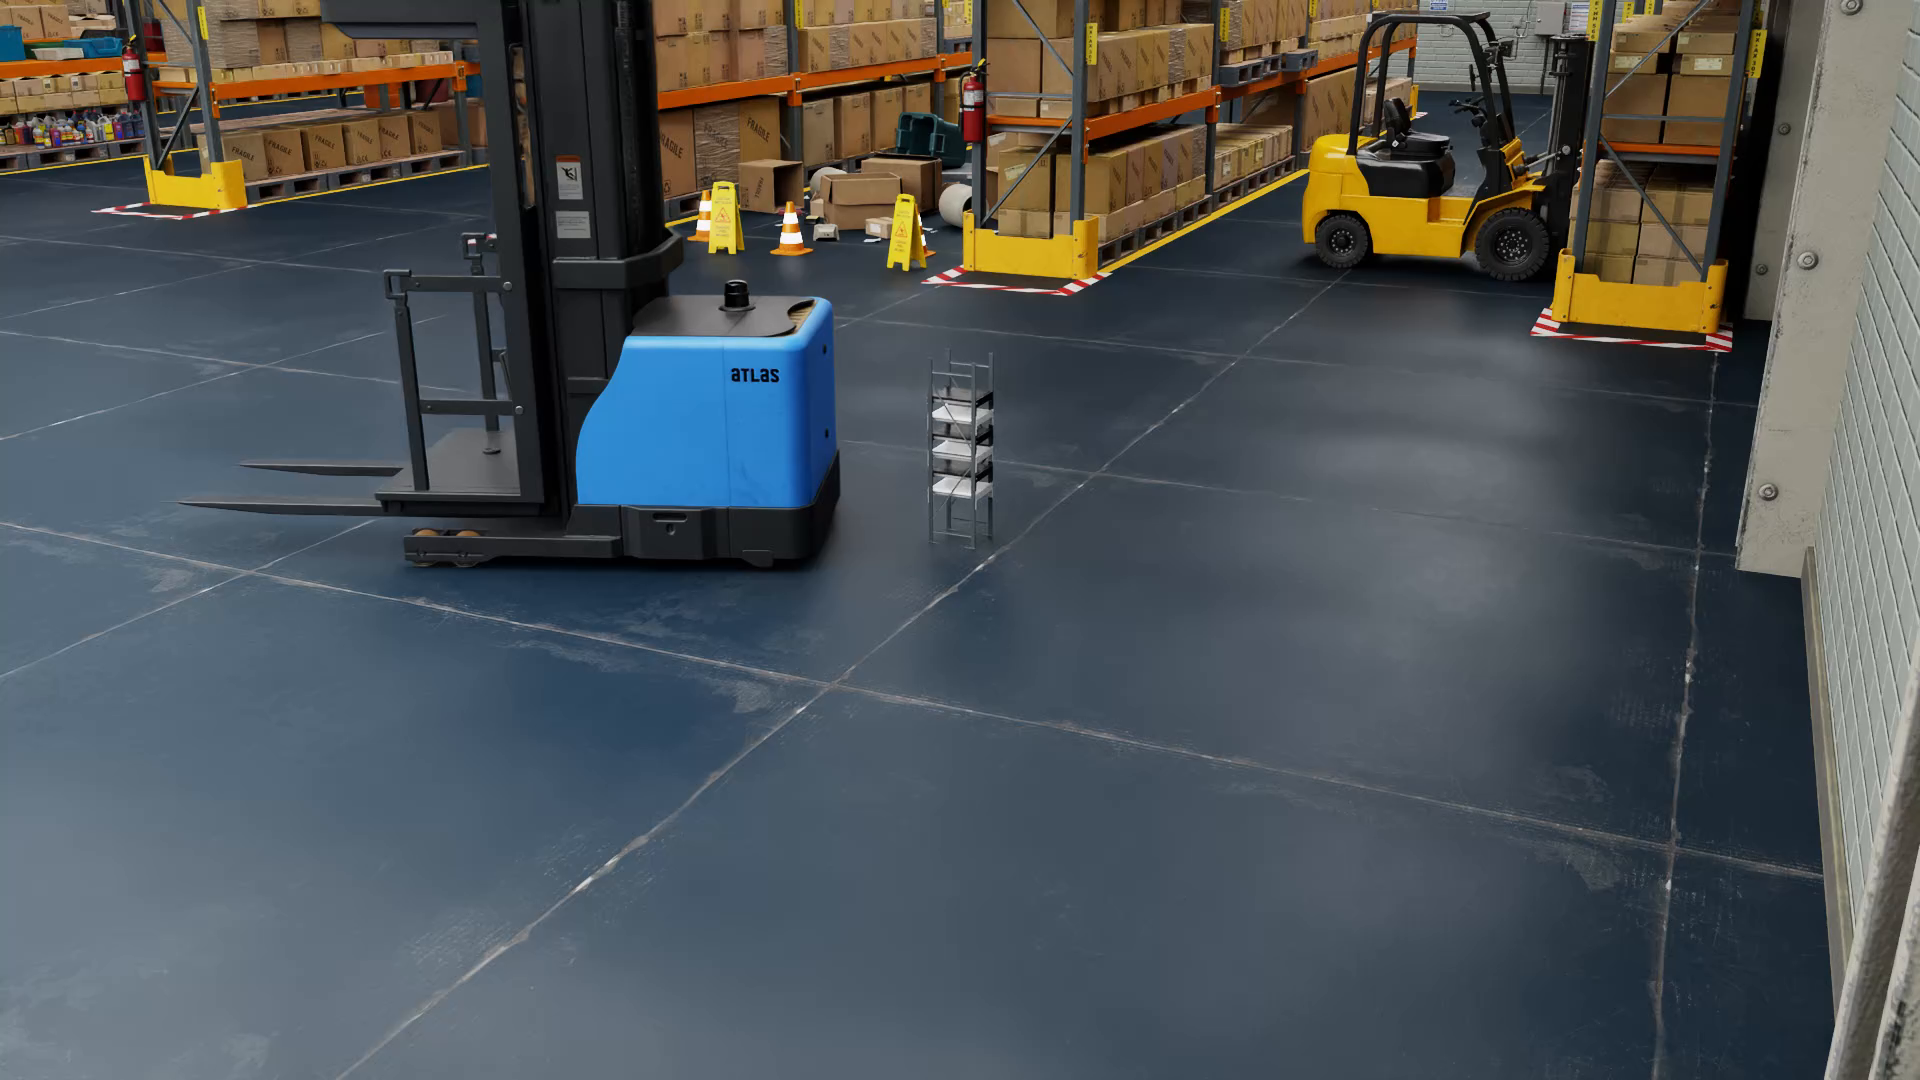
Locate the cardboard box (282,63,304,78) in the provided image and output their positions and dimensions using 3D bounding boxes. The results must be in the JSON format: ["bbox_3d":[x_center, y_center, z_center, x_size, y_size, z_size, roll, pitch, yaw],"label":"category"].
[{"bbox_3d":[-7.697,-5.343,18.891,0.380,0.149,0.250,9,21,23],"label":"cardboard box"}]

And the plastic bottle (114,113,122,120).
[{"bbox_3d":[-11.871,-5.891,23.473,0.097,0.271,0.097,0,20,0],"label":"plastic bottle"}]

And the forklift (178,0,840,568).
[{"bbox_3d":[-2.142,-1.429,7.614,3.031,2.935,1.130,1,20,3],"label":"forklift"}]

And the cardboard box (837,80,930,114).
[{"bbox_3d":[-1.031,-5.802,22.539,1.050,0.750,0.750,8,21,22],"label":"cardboard box"}]

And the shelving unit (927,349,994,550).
[{"bbox_3d":[0.003,-0.426,7.825,0.258,0.900,0.210,9,21,23],"label":"shelving unit"}]

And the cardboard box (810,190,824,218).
[{"bbox_3d":[-1.362,-3.549,17.552,0.396,0.266,0.258,13,23,32],"label":"cardboard box"}]

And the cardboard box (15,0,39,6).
[{"bbox_3d":[-17.881,-10.209,31.576,0.500,0.500,0.500,8,21,22],"label":"cardboard box"}]

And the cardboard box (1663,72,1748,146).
[{"bbox_3d":[5.568,-3.225,12.411,0.500,0.500,0.500,9,22,24],"label":"cardboard box"}]

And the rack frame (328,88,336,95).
[{"bbox_3d":[-12.582,-10.133,31.985,1.000,3.000,0.127,9,21,23],"label":"rack frame"}]

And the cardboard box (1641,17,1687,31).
[{"bbox_3d":[6.227,-4.552,14.730,0.380,0.149,0.250,8,21,22],"label":"cardboard box"}]

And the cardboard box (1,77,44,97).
[{"bbox_3d":[-15.041,-7.257,26.537,0.500,0.311,0.500,8,21,21],"label":"cardboard box"}]

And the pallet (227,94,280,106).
[{"bbox_3d":[-13.379,-8.191,30.686,1.003,0.211,1.213,9,21,23],"label":"pallet"}]

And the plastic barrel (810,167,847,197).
[{"bbox_3d":[-1.403,-3.844,18.147,0.421,0.421,0.512,-9,22,-24],"label":"plastic barrel"}]

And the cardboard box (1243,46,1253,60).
[{"bbox_3d":[3.034,-5.417,18.474,0.380,0.149,0.250,9,21,24],"label":"cardboard box"}]

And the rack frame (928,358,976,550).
[{"bbox_3d":[-0.038,-0.395,7.738,0.240,0.900,0.006,9,21,23],"label":"rack frame"}]

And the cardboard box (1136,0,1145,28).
[{"bbox_3d":[1.382,-5.218,16.079,0.700,0.500,0.500,8,21,22],"label":"cardboard box"}]

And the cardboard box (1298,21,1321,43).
[{"bbox_3d":[4.290,-6.476,21.179,0.500,0.250,0.500,8,21,22],"label":"cardboard box"}]

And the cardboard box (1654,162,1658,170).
[{"bbox_3d":[5.853,-3.247,14.608,0.500,0.250,0.500,9,22,25],"label":"cardboard box"}]

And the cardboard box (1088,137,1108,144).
[{"bbox_3d":[1.095,-3.594,15.956,0.500,0.500,0.500,8,21,21],"label":"cardboard box"}]

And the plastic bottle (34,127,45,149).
[{"bbox_3d":[-11.951,-5.217,21.577,0.097,0.271,0.097,0,20,0],"label":"plastic bottle"}]

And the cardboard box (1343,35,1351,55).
[{"bbox_3d":[5.108,-6.863,23.015,0.500,0.250,0.500,8,21,21],"label":"cardboard box"}]

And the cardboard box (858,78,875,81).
[{"bbox_3d":[-2.097,-8.986,31.302,0.875,0.875,0.875,9,21,23],"label":"cardboard box"}]

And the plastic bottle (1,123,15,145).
[{"bbox_3d":[-12.595,-5.371,21.992,0.061,0.283,0.133,9,22,24],"label":"plastic bottle"}]

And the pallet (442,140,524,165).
[{"bbox_3d":[-6.504,-5.251,22.420,1.003,0.211,1.213,9,21,23],"label":"pallet"}]

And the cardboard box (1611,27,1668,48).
[{"bbox_3d":[5.221,-3.859,12.783,0.380,0.149,0.250,9,22,24],"label":"cardboard box"}]

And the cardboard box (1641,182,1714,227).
[{"bbox_3d":[5.481,-2.559,12.672,0.500,0.250,0.500,8,21,22],"label":"cardboard box"}]

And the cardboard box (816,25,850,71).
[{"bbox_3d":[-1.671,-5.941,20.048,0.500,0.500,0.500,9,21,23],"label":"cardboard box"}]

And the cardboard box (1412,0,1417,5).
[{"bbox_3d":[7.153,-8.974,27.084,0.500,0.500,0.500,9,22,24],"label":"cardboard box"}]

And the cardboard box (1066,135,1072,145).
[{"bbox_3d":[0.867,-3.784,15.523,0.380,0.149,0.250,9,21,24],"label":"cardboard box"}]

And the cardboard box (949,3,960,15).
[{"bbox_3d":[-0.226,-7.395,23.147,0.380,0.149,0.250,8,21,21],"label":"cardboard box"}]

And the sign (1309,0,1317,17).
[{"bbox_3d":[4.356,-6.627,20.516,0.100,0.325,0.005,9,21,23],"label":"sign"}]

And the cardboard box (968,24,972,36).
[{"bbox_3d":[-0.003,-7.274,23.694,0.380,0.149,0.250,10,22,25],"label":"cardboard box"}]

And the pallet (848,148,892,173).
[{"bbox_3d":[-1.592,-4.922,21.494,1.003,0.211,1.213,9,21,23],"label":"pallet"}]

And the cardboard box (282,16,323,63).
[{"bbox_3d":[-7.870,-5.772,19.129,0.875,0.500,0.500,9,21,23],"label":"cardboard box"}]

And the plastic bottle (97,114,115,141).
[{"bbox_3d":[-11.552,-5.572,22.457,0.144,0.351,0.185,8,21,22],"label":"plastic bottle"}]

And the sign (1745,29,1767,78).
[{"bbox_3d":[5.615,-3.432,11.732,0.100,0.325,0.005,9,21,23],"label":"sign"}]

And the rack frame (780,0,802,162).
[{"bbox_3d":[-2.338,-5.616,19.282,1.000,3.000,0.127,9,21,23],"label":"rack frame"}]

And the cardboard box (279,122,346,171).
[{"bbox_3d":[-7.701,-4.689,19.781,0.500,0.500,0.500,11,22,28],"label":"cardboard box"}]

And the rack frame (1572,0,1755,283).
[{"bbox_3d":[5.111,-3.065,12.109,1.000,3.000,0.127,9,21,23],"label":"rack frame"}]

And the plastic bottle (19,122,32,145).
[{"bbox_3d":[-12.401,-5.392,22.050,0.061,0.283,0.133,9,21,23],"label":"plastic bottle"}]

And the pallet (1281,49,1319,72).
[{"bbox_3d":[3.663,-5.867,20.276,1.213,0.211,1.003,9,21,23],"label":"pallet"}]

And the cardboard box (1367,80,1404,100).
[{"bbox_3d":[6.587,-7.130,26.737,0.875,0.438,0.875,9,22,24],"label":"cardboard box"}]

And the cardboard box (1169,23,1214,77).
[{"bbox_3d":[2.264,-4.985,16.915,0.500,0.500,0.500,8,21,21],"label":"cardboard box"}]

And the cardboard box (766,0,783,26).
[{"bbox_3d":[-2.520,-6.087,18.772,0.875,0.550,0.550,9,21,23],"label":"cardboard box"}]

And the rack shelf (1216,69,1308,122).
[{"bbox_3d":[3.038,-5.240,19.299,1.077,0.370,4.000,9,21,23],"label":"rack shelf"}]

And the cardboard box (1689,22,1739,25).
[{"bbox_3d":[6.208,-4.181,13.687,0.380,0.149,0.250,9,22,24],"label":"cardboard box"}]

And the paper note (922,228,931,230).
[{"bbox_3d":[-0.363,-3.141,16.773,0.148,0.019,0.142,18,26,41],"label":"paper note"}]

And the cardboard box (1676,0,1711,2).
[{"bbox_3d":[10.618,-7.818,24.136,0.500,0.500,0.500,9,22,24],"label":"cardboard box"}]

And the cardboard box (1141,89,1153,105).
[{"bbox_3d":[1.592,-4.171,15.596,0.380,0.149,0.250,8,21,21],"label":"cardboard box"}]

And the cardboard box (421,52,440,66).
[{"bbox_3d":[-6.752,-6.027,20.816,0.380,0.149,0.250,9,21,23],"label":"cardboard box"}]

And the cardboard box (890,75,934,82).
[{"bbox_3d":[-0.659,-6.457,23.633,0.500,0.250,0.500,8,21,21],"label":"cardboard box"}]

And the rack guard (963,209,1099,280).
[{"bbox_3d":[0.613,-2.590,14.505,1.175,0.500,0.348,9,21,23],"label":"rack guard"}]

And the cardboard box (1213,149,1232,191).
[{"bbox_3d":[2.432,-4.088,18.281,0.950,0.372,0.625,9,21,23],"label":"cardboard box"}]
